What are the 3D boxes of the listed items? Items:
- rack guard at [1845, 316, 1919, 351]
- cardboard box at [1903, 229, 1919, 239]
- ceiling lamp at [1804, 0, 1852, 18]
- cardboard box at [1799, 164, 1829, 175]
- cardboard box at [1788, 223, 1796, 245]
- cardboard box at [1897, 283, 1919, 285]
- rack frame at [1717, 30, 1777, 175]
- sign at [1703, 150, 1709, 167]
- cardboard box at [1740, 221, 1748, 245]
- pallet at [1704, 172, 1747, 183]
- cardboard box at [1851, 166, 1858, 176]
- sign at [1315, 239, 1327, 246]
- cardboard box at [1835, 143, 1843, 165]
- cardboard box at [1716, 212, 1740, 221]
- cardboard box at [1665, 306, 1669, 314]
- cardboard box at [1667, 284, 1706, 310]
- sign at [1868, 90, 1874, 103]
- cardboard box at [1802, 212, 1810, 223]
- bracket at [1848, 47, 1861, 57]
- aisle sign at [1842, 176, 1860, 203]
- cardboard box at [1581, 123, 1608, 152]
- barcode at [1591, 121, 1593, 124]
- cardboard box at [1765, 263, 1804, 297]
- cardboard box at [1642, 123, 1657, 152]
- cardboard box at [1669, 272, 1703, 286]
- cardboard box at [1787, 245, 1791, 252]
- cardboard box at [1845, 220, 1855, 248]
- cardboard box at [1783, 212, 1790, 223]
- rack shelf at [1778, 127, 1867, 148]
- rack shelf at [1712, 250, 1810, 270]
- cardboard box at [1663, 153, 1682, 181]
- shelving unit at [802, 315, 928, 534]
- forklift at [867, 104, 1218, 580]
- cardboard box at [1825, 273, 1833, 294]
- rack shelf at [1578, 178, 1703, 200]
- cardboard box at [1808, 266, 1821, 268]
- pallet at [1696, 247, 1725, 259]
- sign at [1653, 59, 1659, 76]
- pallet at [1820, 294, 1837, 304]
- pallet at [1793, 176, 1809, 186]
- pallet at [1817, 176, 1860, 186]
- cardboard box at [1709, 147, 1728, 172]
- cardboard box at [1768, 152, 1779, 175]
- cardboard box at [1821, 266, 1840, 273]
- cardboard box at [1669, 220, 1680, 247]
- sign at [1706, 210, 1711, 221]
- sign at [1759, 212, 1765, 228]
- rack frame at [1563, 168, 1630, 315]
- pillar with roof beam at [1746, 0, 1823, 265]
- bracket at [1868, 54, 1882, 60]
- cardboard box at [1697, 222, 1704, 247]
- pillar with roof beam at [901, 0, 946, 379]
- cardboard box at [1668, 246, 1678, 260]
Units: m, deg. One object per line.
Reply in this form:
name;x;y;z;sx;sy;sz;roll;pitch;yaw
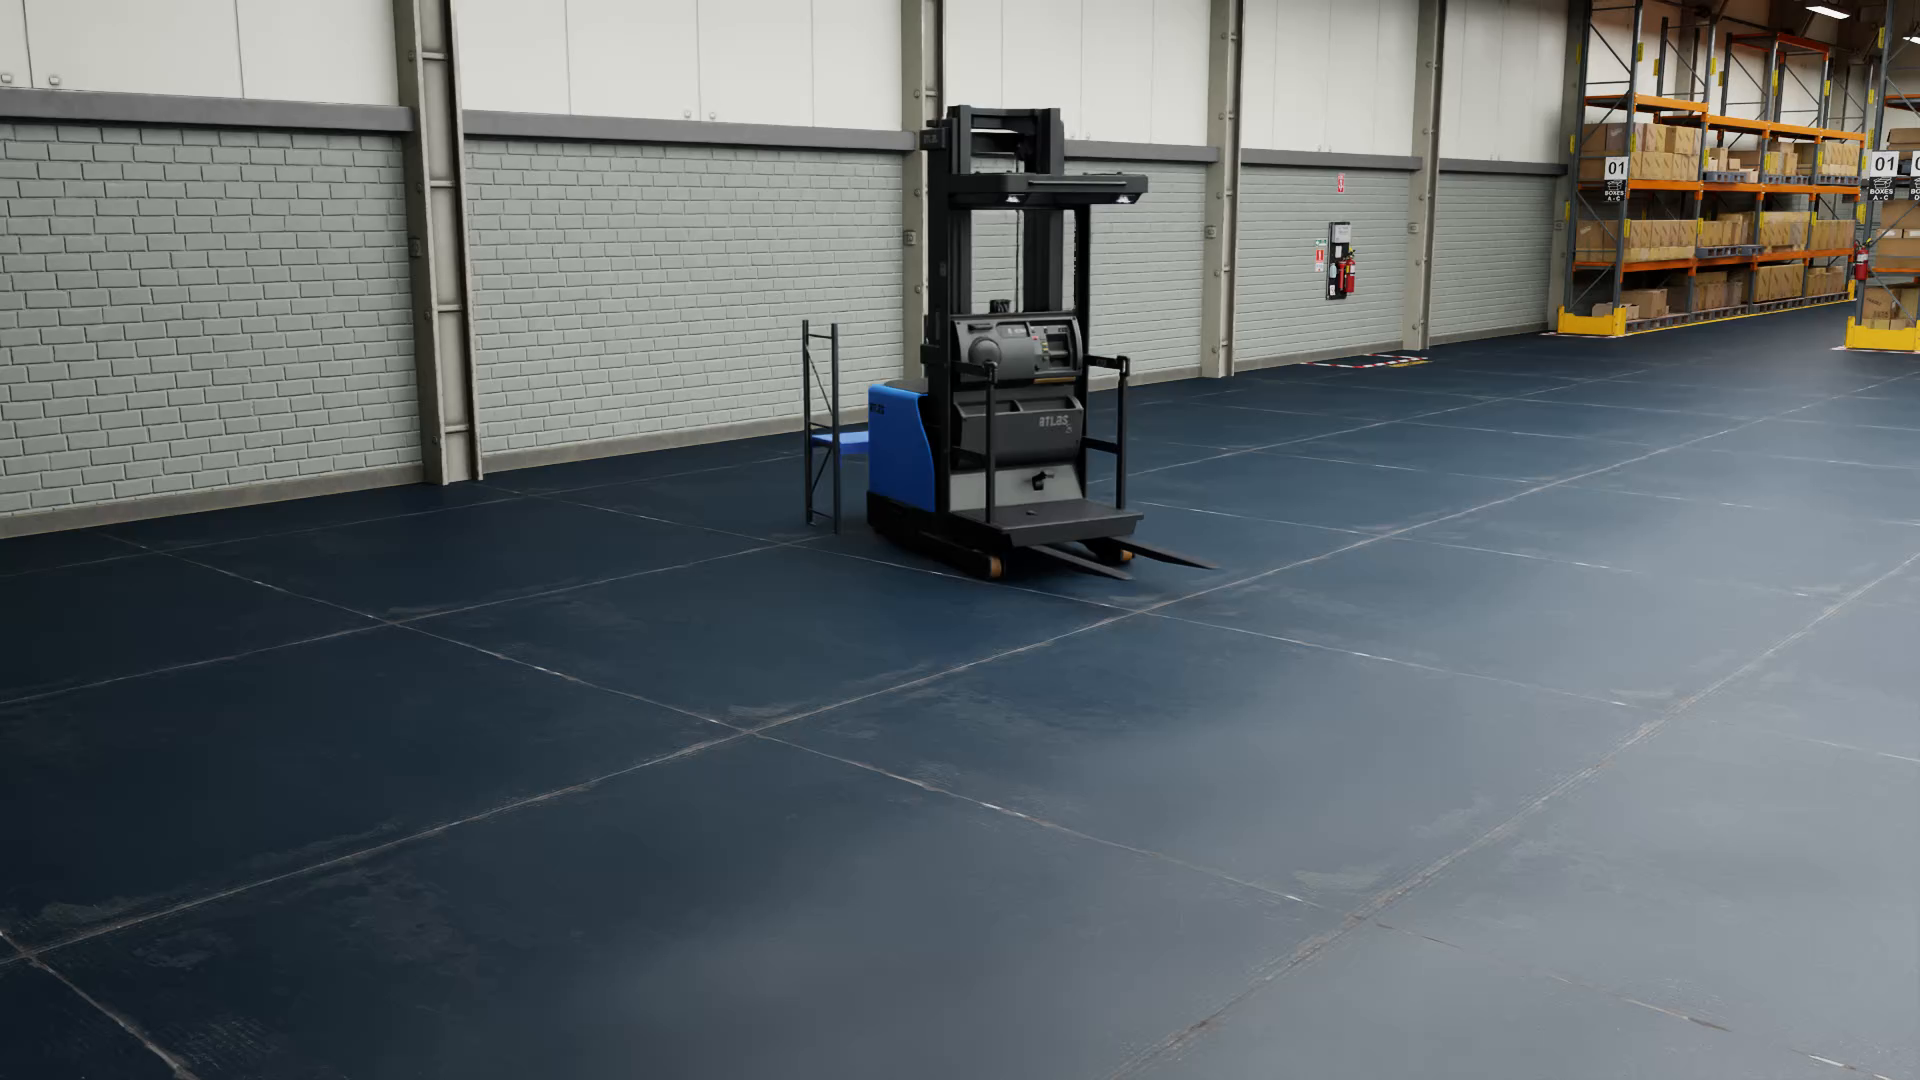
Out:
rack guard;15.388;-3.430;27.610;1.175;0.500;0.348;10;15;40
cardboard box;15.824;-5.057;27.459;0.380;0.149;0.250;10;15;40
ceiling lamp;16.340;-11.310;30.458;0.800;3.185;2.000;10;15;40
cardboard box;20.256;-8.785;39.434;0.500;0.250;0.500;10;15;40
cardboard box;18.819;-7.020;38.135;0.500;0.500;0.500;10;15;40
cardboard box;17.179;-4.371;29.972;0.500;0.500;0.500;10;15;40
rack frame;16.961;-9.419;35.892;1.000;3.000;0.127;10;15;40
sign;14.733;-7.544;32.843;0.100;0.325;0.005;10;15;40
cardboard box;16.658;-6.671;36.074;0.700;0.500;0.500;8;14;34
pallet;15.490;-7.497;34.409;1.213;0.211;1.003;10;15;40
cardboard box;21.958;-9.164;41.331;0.500;0.250;0.500;10;15;42
sign;5.439;-4.482;25.048;0.001;0.109;0.331;10;15;40
cardboard box;20.939;-9.304;40.116;0.500;0.500;0.500;10;15;41
cardboard box;17.066;-7.149;36.867;0.500;0.250;0.500;10;15;42
cardboard box;13.990;-4.632;33.354;0.380;0.166;0.250;7;14;33
cardboard box;15.097;-5.071;34.701;0.700;0.500;0.500;9;15;39
sign;22.640;-11.020;41.324;0.100;0.325;0.005;10;15;40
cardboard box;19.485;-7.536;38.802;0.500;0.250;0.500;10;15;42
bracket;23.367;-12.763;43.446;0.235;0.232;0.430;10;15;40
aisle sign;22.515;-8.900;41.977;0.394;0.787;0.004;10;15;40
cardboard box;11.768;-7.417;30.670;0.500;0.500;0.500;11;15;43
barcode;11.773;-7.773;30.973;0.001;0.075;0.075;10;15;40
cardboard box;19.270;-6.104;39.033;0.750;0.750;0.750;10;15;41
cardboard box;12.486;-7.412;30.646;0.500;0.500;0.500;10;15;40
cardboard box;15.082;-5.422;34.541;0.500;0.250;0.500;9;15;39
cardboard box;18.896;-6.719;38.284;0.380;0.149;0.250;10;15;40
cardboard box;21.913;-7.724;41.961;0.980;0.700;0.700;11;16;43
cardboard box;18.468;-7.312;37.680;0.500;0.250;0.500;9;15;39
rack shelf;20.922;-9.752;40.421;1.077;0.370;4.000;10;15;40
rack shelf;18.281;-6.418;38.023;1.077;0.370;4.000;10;15;40
cardboard box;13.492;-7.152;31.899;0.500;0.500;0.500;9;14;38
shelving unit;-0.566;-0.873;12.252;1.048;1.500;0.538;-7;13;-31
forklift;0.491;-1.286;10.667;1.130;2.935;3.031;-6;13;-29
cardboard box;21.193;-6.370;41.256;0.700;0.500;0.500;9;14;39
rack shelf;13.000;-6.712;31.837;1.077;0.370;4.000;10;15;40
cardboard box;21.288;-6.769;41.596;0.380;0.149;0.250;10;15;41
pallet;14.934;-5.888;34.021;1.003;0.211;1.213;10;15;40
sign;13.900;-9.437;33.193;0.100;0.325;0.005;10;15;40
pallet;20.967;-5.980;41.111;1.003;0.211;1.213;10;15;40
pallet;19.033;-8.301;38.444;0.805;0.209;1.217;9;14;38
pallet;21.760;-8.971;41.534;1.003;0.211;1.213;10;15;40
cardboard box;15.556;-7.866;34.448;0.500;0.500;0.500;9;14;38
cardboard box;17.923;-8.456;37.351;0.700;0.500;0.500;11;16;43
cardboard box;21.739;-6.756;41.531;0.380;0.149;0.250;10;15;42
cardboard box;13.575;-5.936;32.189;0.500;0.500;0.500;9;15;39
sign;16.542;-7.116;36.723;0.100;0.325;0.005;10;15;40
sign;17.375;-6.937;36.030;0.100;0.325;0.005;10;15;40
rack frame;11.680;-5.300;30.587;1.000;3.000;0.127;10;15;40
pillar with roof beam;22.648;-9.665;37.127;9.100;9.000;0.548;10;15;40
bracket;25.090;-13.147;45.368;0.076;0.066;3.189;10;15;40
cardboard box;14.682;-6.223;33.833;0.700;0.500;0.500;10;15;41
pillar with roof beam;2.844;-5.251;15.029;9.100;9.000;0.400;10;15;40
cardboard box;13.580;-5.567;32.259;0.500;0.250;0.500;10;15;40
